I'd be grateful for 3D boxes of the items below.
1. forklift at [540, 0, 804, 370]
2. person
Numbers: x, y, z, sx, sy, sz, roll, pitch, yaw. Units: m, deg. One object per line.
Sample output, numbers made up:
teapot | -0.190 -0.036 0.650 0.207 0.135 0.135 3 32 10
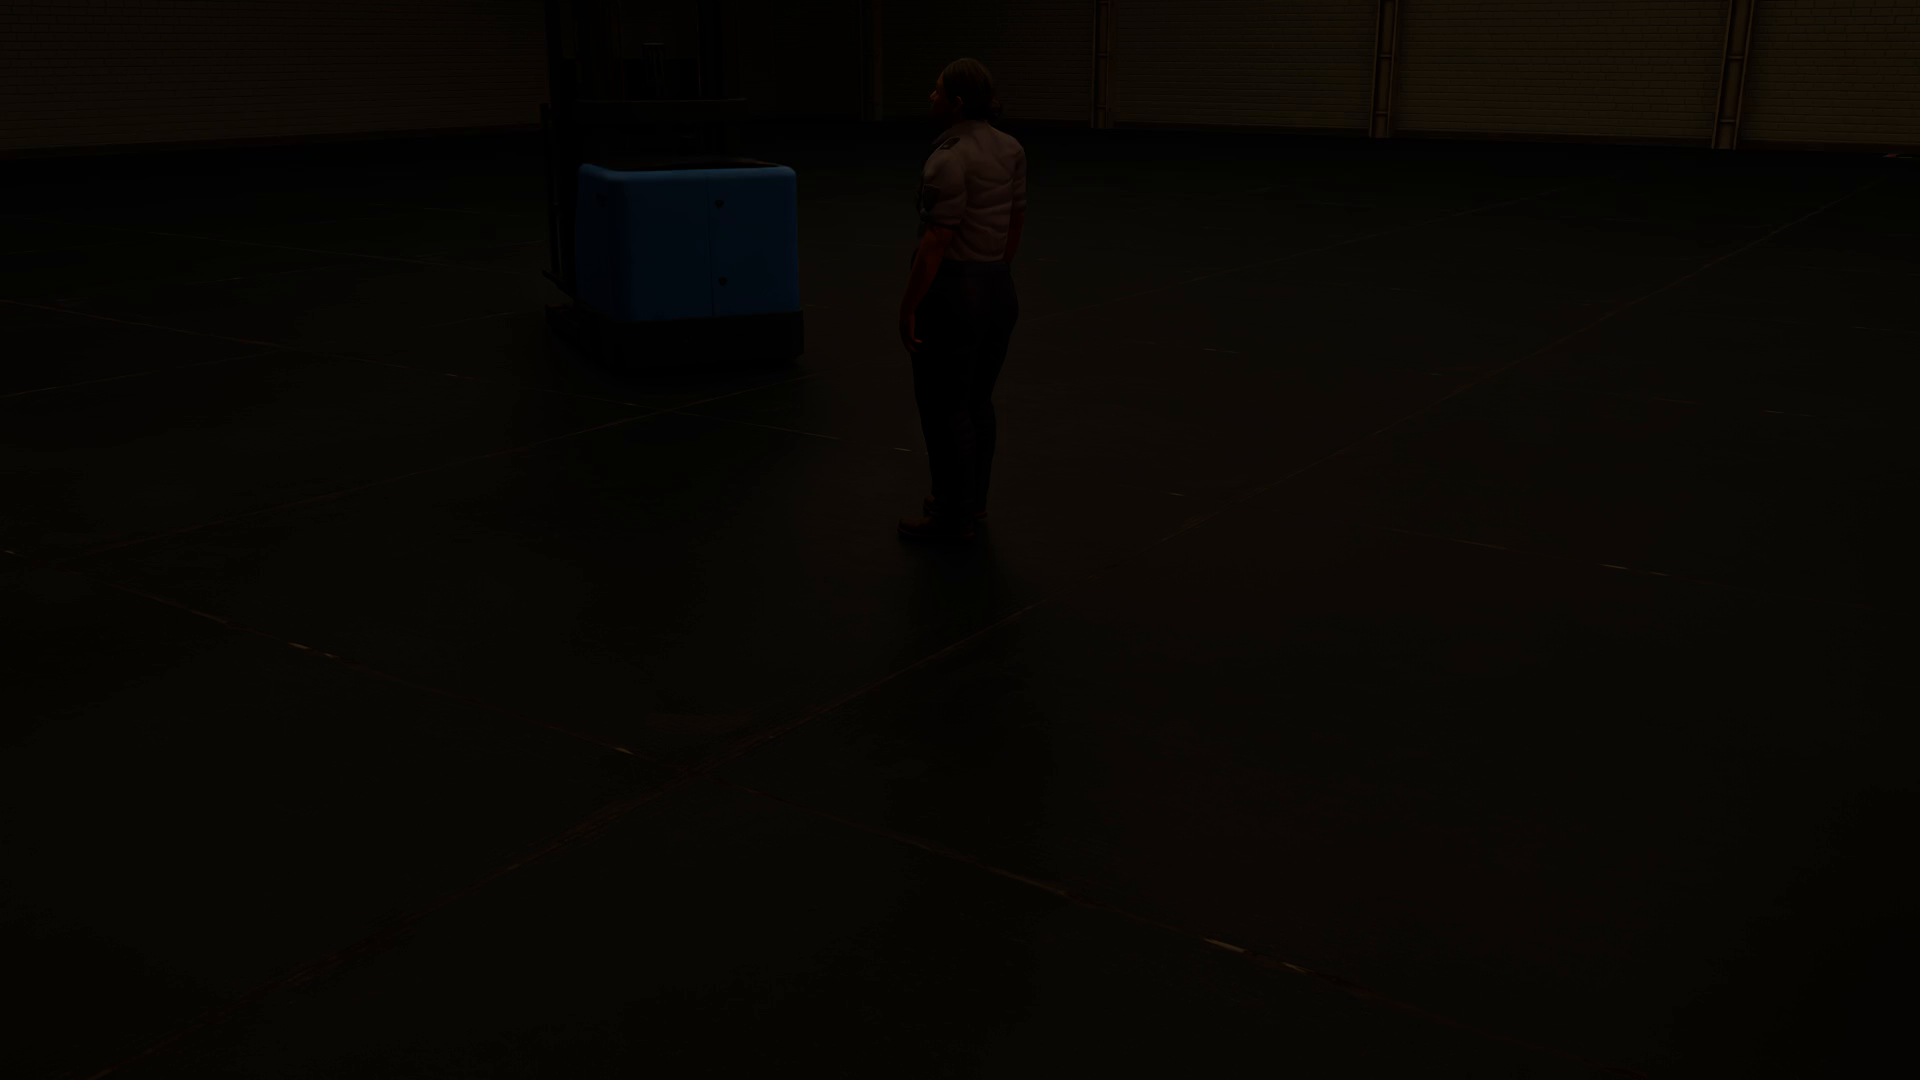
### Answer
forklift | -1.910 -2.684 9.808 1.130 2.935 3.031 -7 18 -23
person | -0.062 -0.817 5.777 0.501 1.651 0.598 11 20 33
